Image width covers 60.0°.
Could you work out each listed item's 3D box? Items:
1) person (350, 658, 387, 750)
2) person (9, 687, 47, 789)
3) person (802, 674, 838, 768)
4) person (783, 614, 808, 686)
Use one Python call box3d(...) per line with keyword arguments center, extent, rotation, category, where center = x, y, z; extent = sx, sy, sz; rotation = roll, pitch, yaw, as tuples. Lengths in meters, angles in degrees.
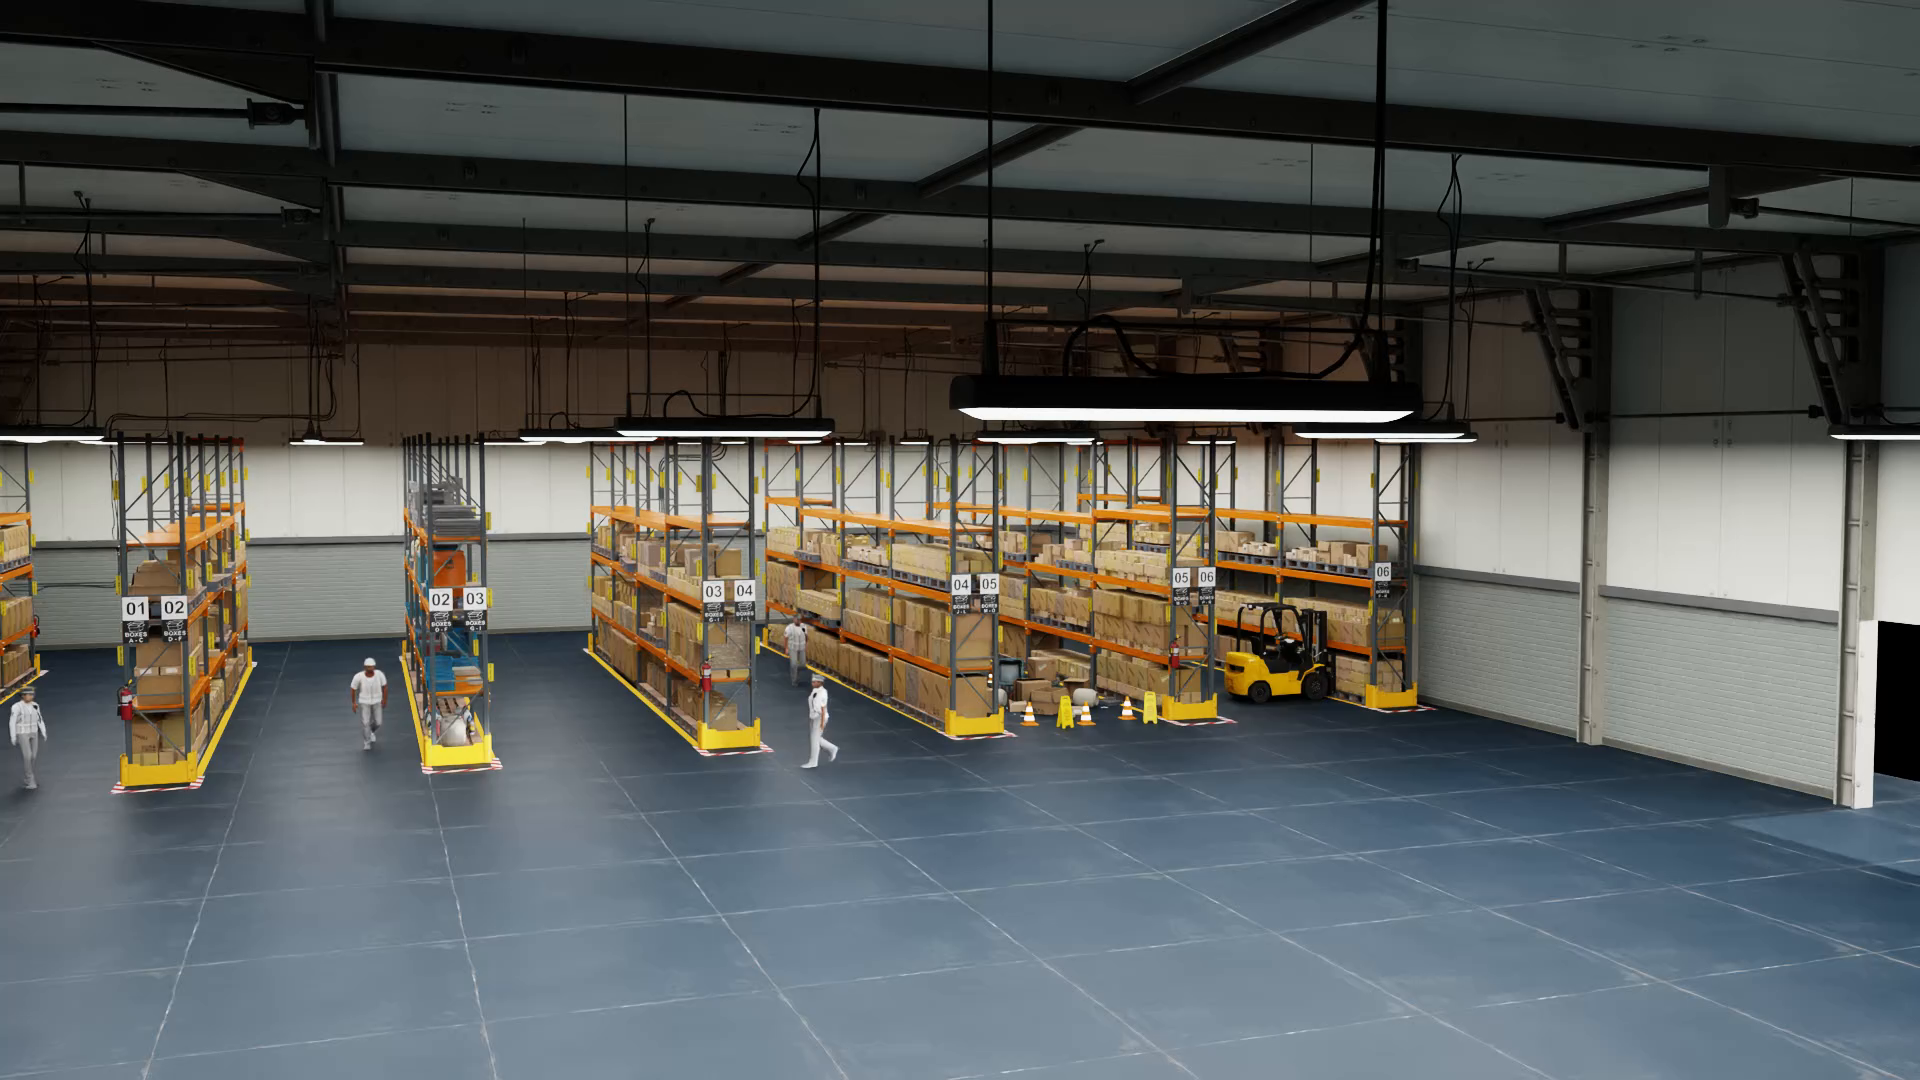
box3d(center=(-11.282, 3.099, 31.725), extent=(0.659, 1.744, 0.656), rotation=(-2, 4, -30), category="person")
box3d(center=(-15.750, 3.345, 28.199), extent=(0.629, 1.699, 0.511), rotation=(2, 4, 27), category="person")
box3d(center=(-2.527, 3.226, 29.883), extent=(0.748, 1.662, 0.481), rotation=(-1, 3, -25), category="person")
box3d(center=(-3.996, 2.632, 40.291), extent=(0.626, 1.742, 0.637), rotation=(-2, 4, -29), category="person")
